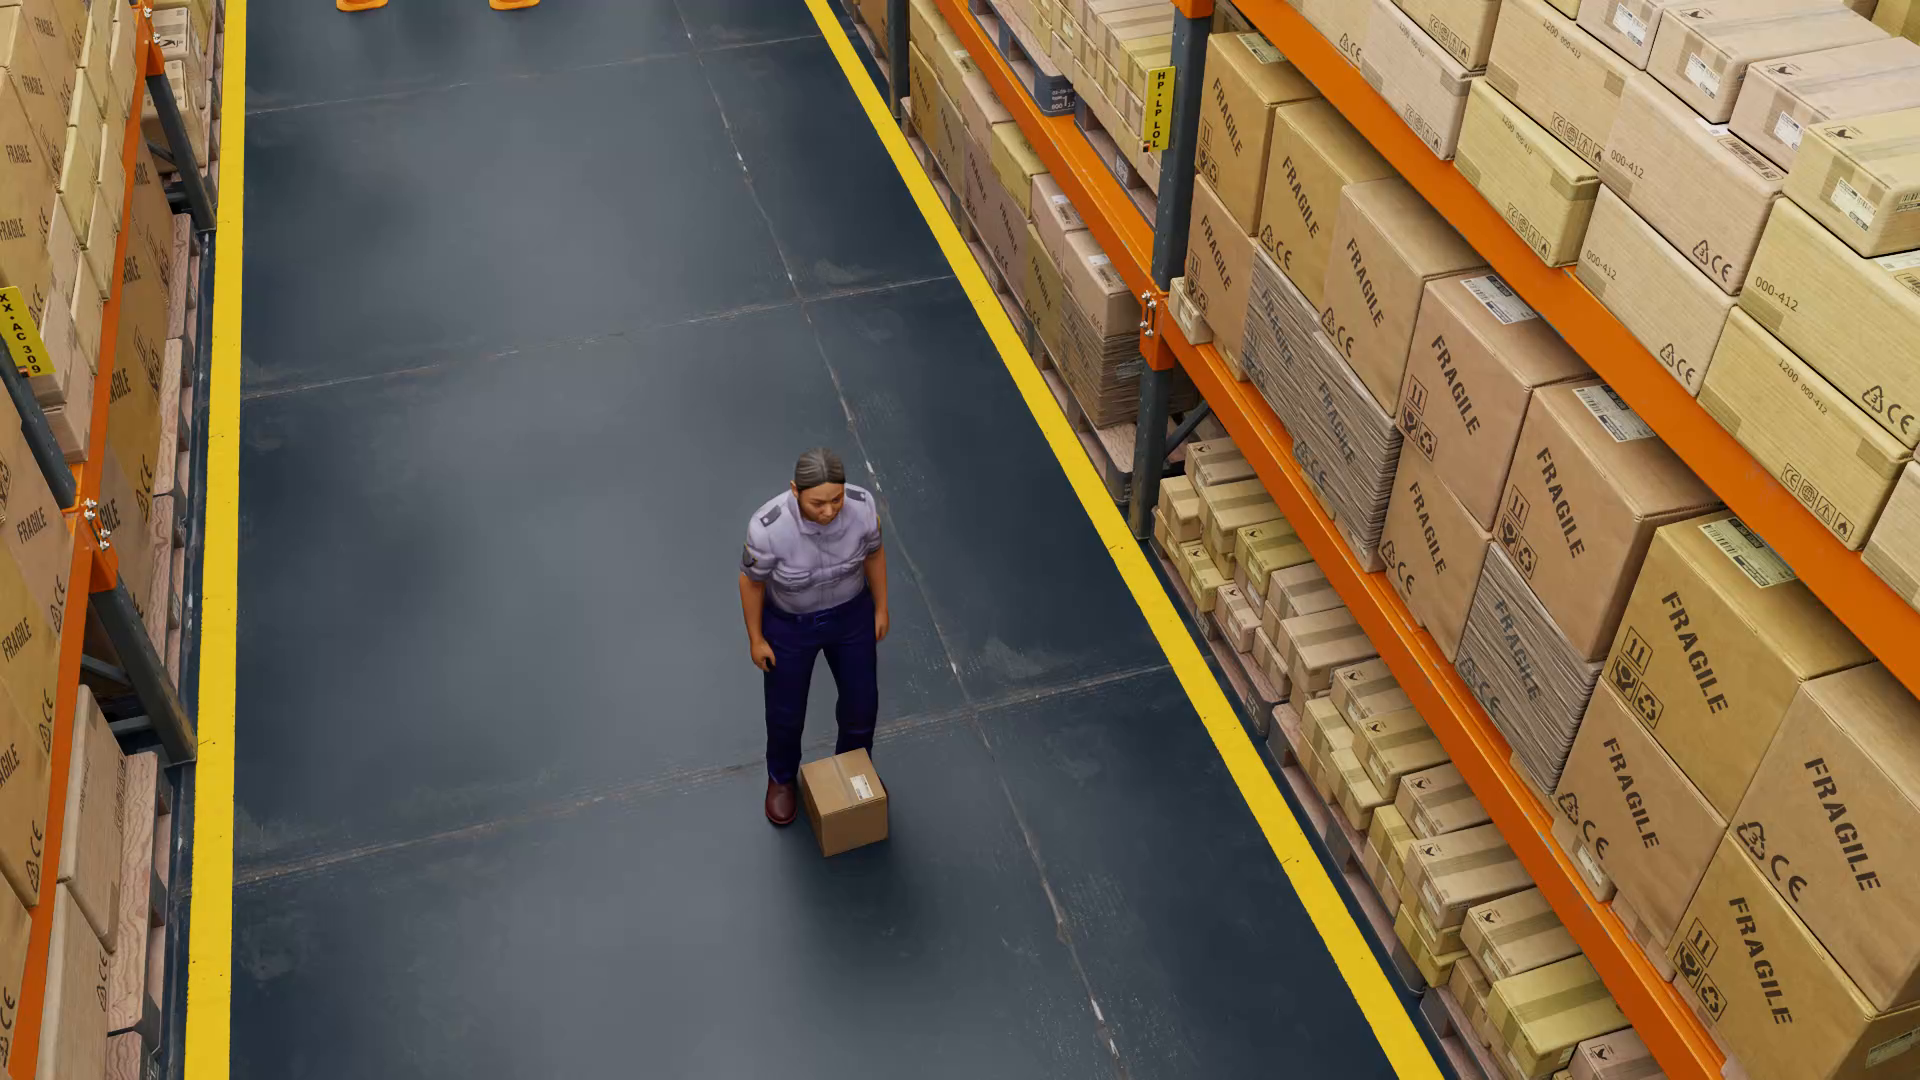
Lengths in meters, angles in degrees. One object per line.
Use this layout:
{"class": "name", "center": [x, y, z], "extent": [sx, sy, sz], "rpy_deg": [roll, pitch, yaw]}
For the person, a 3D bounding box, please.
{"class": "person", "center": [-0.495, 0.319, 5.819], "extent": [0.551, 1.650, 0.425], "rpy_deg": [-14, 44, -15]}
